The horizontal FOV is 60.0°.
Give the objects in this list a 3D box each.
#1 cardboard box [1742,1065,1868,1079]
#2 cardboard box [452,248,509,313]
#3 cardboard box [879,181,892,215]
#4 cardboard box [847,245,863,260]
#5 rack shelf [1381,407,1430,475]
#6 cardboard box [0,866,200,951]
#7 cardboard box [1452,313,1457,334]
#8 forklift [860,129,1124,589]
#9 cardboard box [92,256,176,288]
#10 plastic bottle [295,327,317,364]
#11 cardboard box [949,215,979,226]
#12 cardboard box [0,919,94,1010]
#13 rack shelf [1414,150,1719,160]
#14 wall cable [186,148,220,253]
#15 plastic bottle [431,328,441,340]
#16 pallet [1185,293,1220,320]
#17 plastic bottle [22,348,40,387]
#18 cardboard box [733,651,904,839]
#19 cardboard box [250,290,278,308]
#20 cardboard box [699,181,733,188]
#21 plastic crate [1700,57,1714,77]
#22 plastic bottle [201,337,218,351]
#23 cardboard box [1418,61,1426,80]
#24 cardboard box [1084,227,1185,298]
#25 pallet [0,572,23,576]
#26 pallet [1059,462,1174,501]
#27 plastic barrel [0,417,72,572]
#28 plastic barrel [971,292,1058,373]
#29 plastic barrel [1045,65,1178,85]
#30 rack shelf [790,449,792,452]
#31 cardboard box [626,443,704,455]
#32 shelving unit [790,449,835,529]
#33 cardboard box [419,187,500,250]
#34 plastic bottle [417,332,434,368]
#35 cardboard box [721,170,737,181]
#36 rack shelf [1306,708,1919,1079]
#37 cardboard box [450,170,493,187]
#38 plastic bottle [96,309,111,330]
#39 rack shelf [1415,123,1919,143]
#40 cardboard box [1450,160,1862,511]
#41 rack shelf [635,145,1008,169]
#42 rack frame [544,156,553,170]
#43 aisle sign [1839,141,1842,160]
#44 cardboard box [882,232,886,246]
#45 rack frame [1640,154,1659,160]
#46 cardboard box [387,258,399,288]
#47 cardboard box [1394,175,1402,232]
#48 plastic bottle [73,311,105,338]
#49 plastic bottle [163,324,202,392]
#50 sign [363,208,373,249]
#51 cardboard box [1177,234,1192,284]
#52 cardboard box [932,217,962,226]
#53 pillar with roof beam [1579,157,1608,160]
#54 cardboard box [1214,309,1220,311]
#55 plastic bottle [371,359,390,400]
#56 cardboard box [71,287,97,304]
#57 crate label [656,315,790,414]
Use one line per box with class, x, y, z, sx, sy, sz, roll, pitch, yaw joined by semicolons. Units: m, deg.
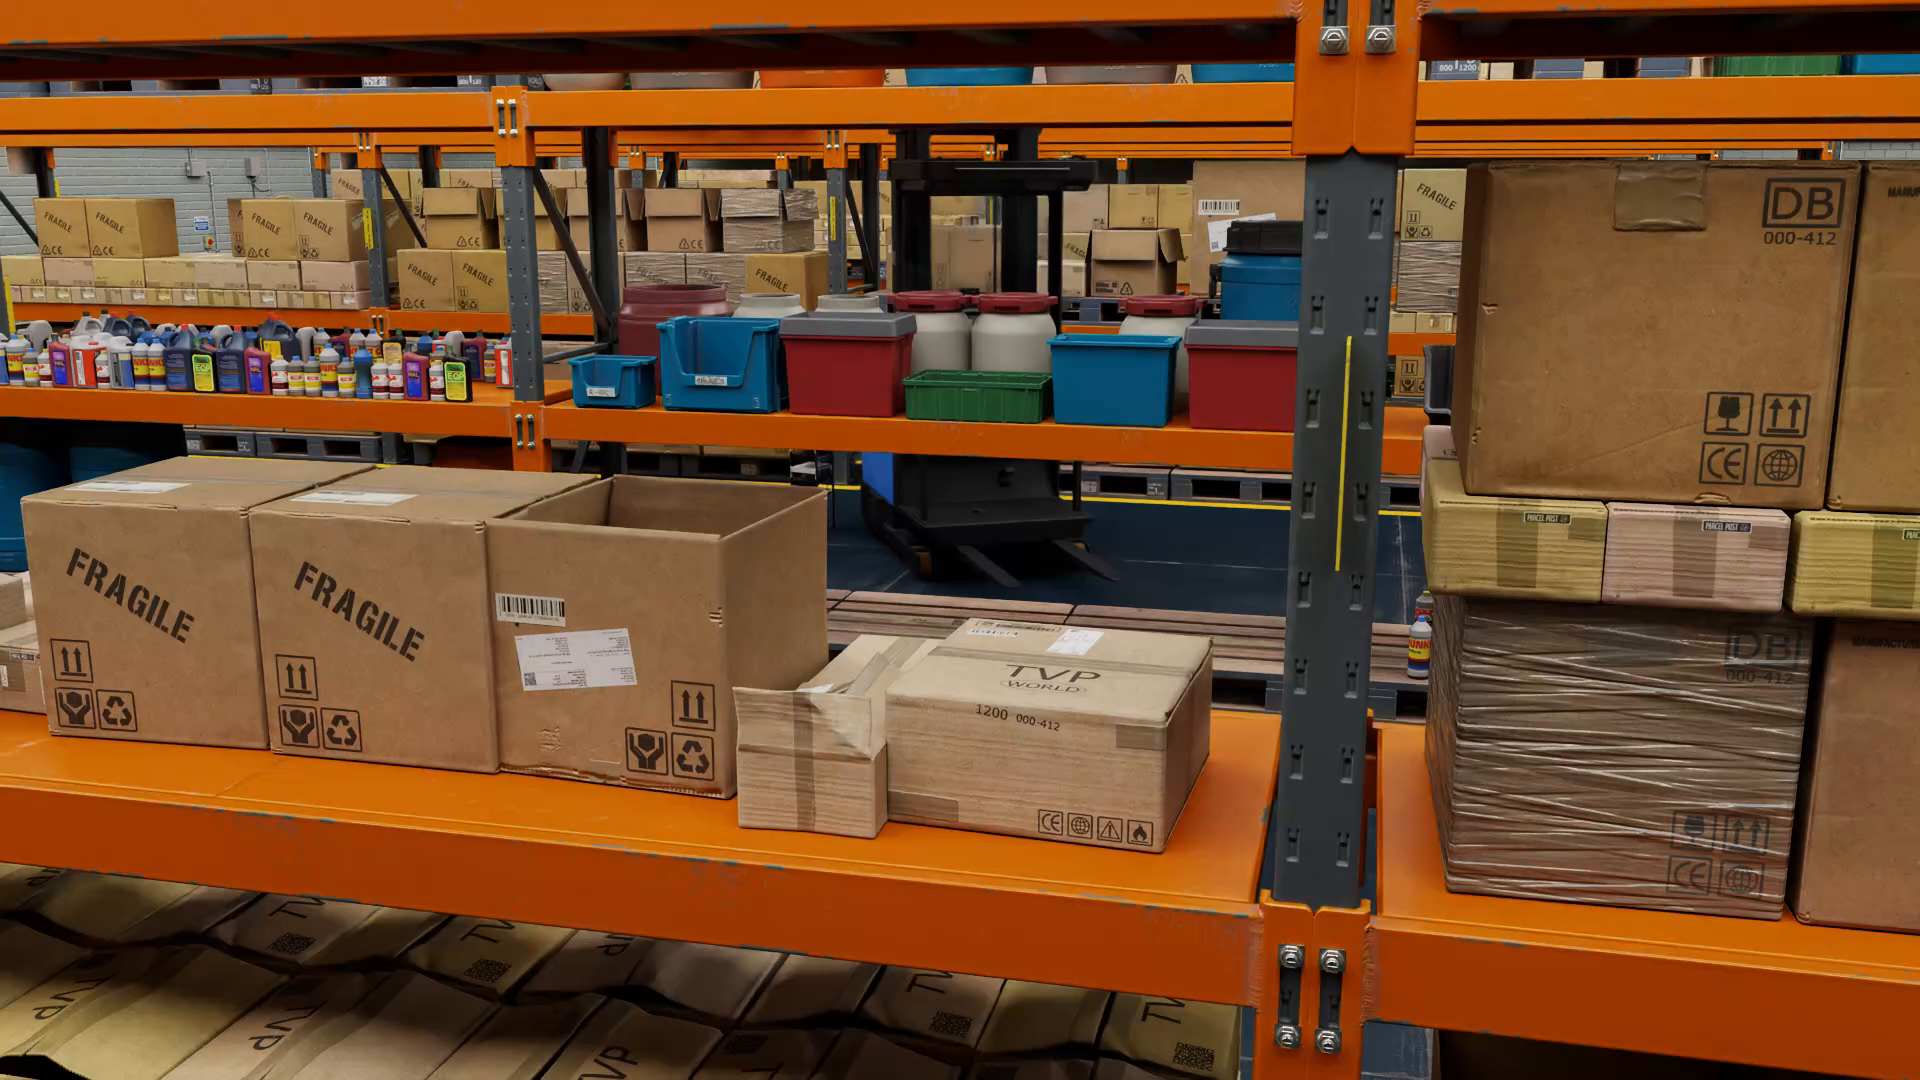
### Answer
cardboard box;1.530;1.174;2.663;0.500;0.500;0.500;3;13;14
cardboard box;-3.847;-2.156;13.794;0.500;0.500;0.500;3;13;14
cardboard box;-1.002;-4.700;22.952;0.500;0.500;0.500;3;13;12
cardboard box;-1.134;-3.105;17.912;0.250;0.149;0.380;2;13;11
rack shelf;3.800;-0.298;7.311;4.000;0.370;1.077;3;13;14
cardboard box;-2.142;0.946;4.129;0.500;0.311;0.500;3;13;13
cardboard box;3.671;-1.574;11.984;0.250;0.149;0.380;3;13;14
forklift;0.182;-1.289;10.276;1.130;2.935;3.031;-3;13;-15
cardboard box;-7.211;-2.355;14.582;0.500;0.250;0.500;3;13;12
plastic bottle;-3.714;-1.062;9.382;0.135;0.276;0.152;3;13;14
cardboard box;0.042;-3.477;18.218;0.250;0.149;0.380;3;13;14
cardboard box;-2.265;1.059;3.618;0.500;0.311;0.500;3;13;12
rack shelf;7.361;-4.887;21.073;4.000;0.370;1.077;3;13;14
wall cable;-11.711;-5.300;25.778;0.123;1.953;0.585;3;13;14
plastic bottle;-2.936;-1.034;9.239;0.133;0.283;0.061;3;13;14
pallet;2.338;-1.771;12.732;1.213;0.211;1.003;3;13;14
plastic bottle;-4.995;-0.931;8.962;0.097;0.201;0.097;0;13;0
cardboard box;-0.230;0.347;3.053;0.258;0.266;0.396;3;13;12
cardboard box;-5.845;-2.074;14.235;0.250;0.149;0.380;3;13;15
cardboard box;-3.362;-4.825;23.515;0.500;0.500;0.500;3;13;13
plastic crate;3.514;-2.090;7.412;0.396;0.136;0.243;3;13;14
plastic bottle;-3.924;-0.923;8.738;0.133;0.283;0.061;3;13;14
cardboard box;3.287;-3.298;11.675;0.250;0.149;0.380;3;13;12
cardboard box;1.340;-2.120;12.656;0.637;0.503;0.797;4;13;19
pallet;-5.169;0.242;9.654;1.213;0.211;1.003;3;13;14
pallet;1.101;-0.536;13.161;1.213;0.211;1.003;3;13;14
plastic barrel;-5.384;-0.317;9.610;0.708;0.901;0.600;3;13;14
plastic barrel;0.270;-0.953;8.289;0.433;0.535;0.433;0;13;0
plastic barrel;0.678;-2.476;7.388;0.600;0.901;0.600;0;13;0
rack shelf;-1.020;-0.657;11.441;0.200;0.077;0.258;6;14;25
cardboard box;-2.367;-1.258;13.912;0.875;0.875;1.225;3;13;14
shelving unit;-1.020;-0.514;11.473;0.210;0.900;0.258;6;14;25
cardboard box;-4.100;-2.716;14.005;0.637;0.503;0.797;3;13;12
plastic bottle;-2.938;-1.011;9.161;0.097;0.271;0.097;0;13;0
cardboard box;-3.192;-5.147;23.472;0.250;0.149;0.380;3;13;14
rack shelf;2.610;0.744;2.617;4.000;0.370;1.077;3;13;14
cardboard box;-5.460;-3.975;19.001;0.500;0.500;0.500;3;13;12
plastic bottle;-4.938;-1.165;9.672;0.185;0.351;0.144;3;13;14
rack shelf;4.987;-2.804;11.680;4.000;0.370;1.077;3;13;14
cardboard box;1.100;-0.372;2.757;0.500;0.500;0.700;3;13;14
rack shelf;-1.494;-4.256;18.229;4.000;0.370;1.077;3;13;14
rack frame;-6.231;-4.501;24.595;0.127;3.000;1.000;3;13;14
aisle sign;8.212;-3.827;15.554;0.004;0.787;0.394;3;13;14
cardboard box;-0.656;-3.224;17.762;0.250;0.149;0.380;3;13;15
rack frame;10.489;-4.715;25.558;0.127;3.000;1.000;3;13;14
cardboard box;-5.115;-2.361;14.608;0.500;0.250;0.500;3;13;13
cardboard box;4.682;-3.406;16.821;0.550;0.550;0.875;3;13;14
plastic bottle;-4.972;-1.134;9.536;0.185;0.351;0.144;3;13;14
plastic bottle;-4.083;-0.960;8.750;0.185;0.351;0.144;3;13;14
sign;-4.853;-2.554;13.638;0.005;0.325;0.100;3;13;14
cardboard box;2.286;-2.930;17.283;0.500;0.500;0.500;3;13;13
cardboard box;-0.138;-3.341;17.606;0.250;0.149;0.380;3;13;11
pillar with roof beam;8.997;-6.964;21.845;0.400;9.000;9.100;3;13;14
cardboard box;3.535;-2.899;22.473;0.625;0.372;0.950;4;13;15
plastic bottle;-2.946;-0.821;8.469;0.097;0.201;0.097;0;13;0
cardboard box;-7.588;-2.167;14.655;0.250;0.149;0.380;3;13;13
crate label;-1.125;-0.869;8.144;0.616;0.435;0.502;3;13;14
